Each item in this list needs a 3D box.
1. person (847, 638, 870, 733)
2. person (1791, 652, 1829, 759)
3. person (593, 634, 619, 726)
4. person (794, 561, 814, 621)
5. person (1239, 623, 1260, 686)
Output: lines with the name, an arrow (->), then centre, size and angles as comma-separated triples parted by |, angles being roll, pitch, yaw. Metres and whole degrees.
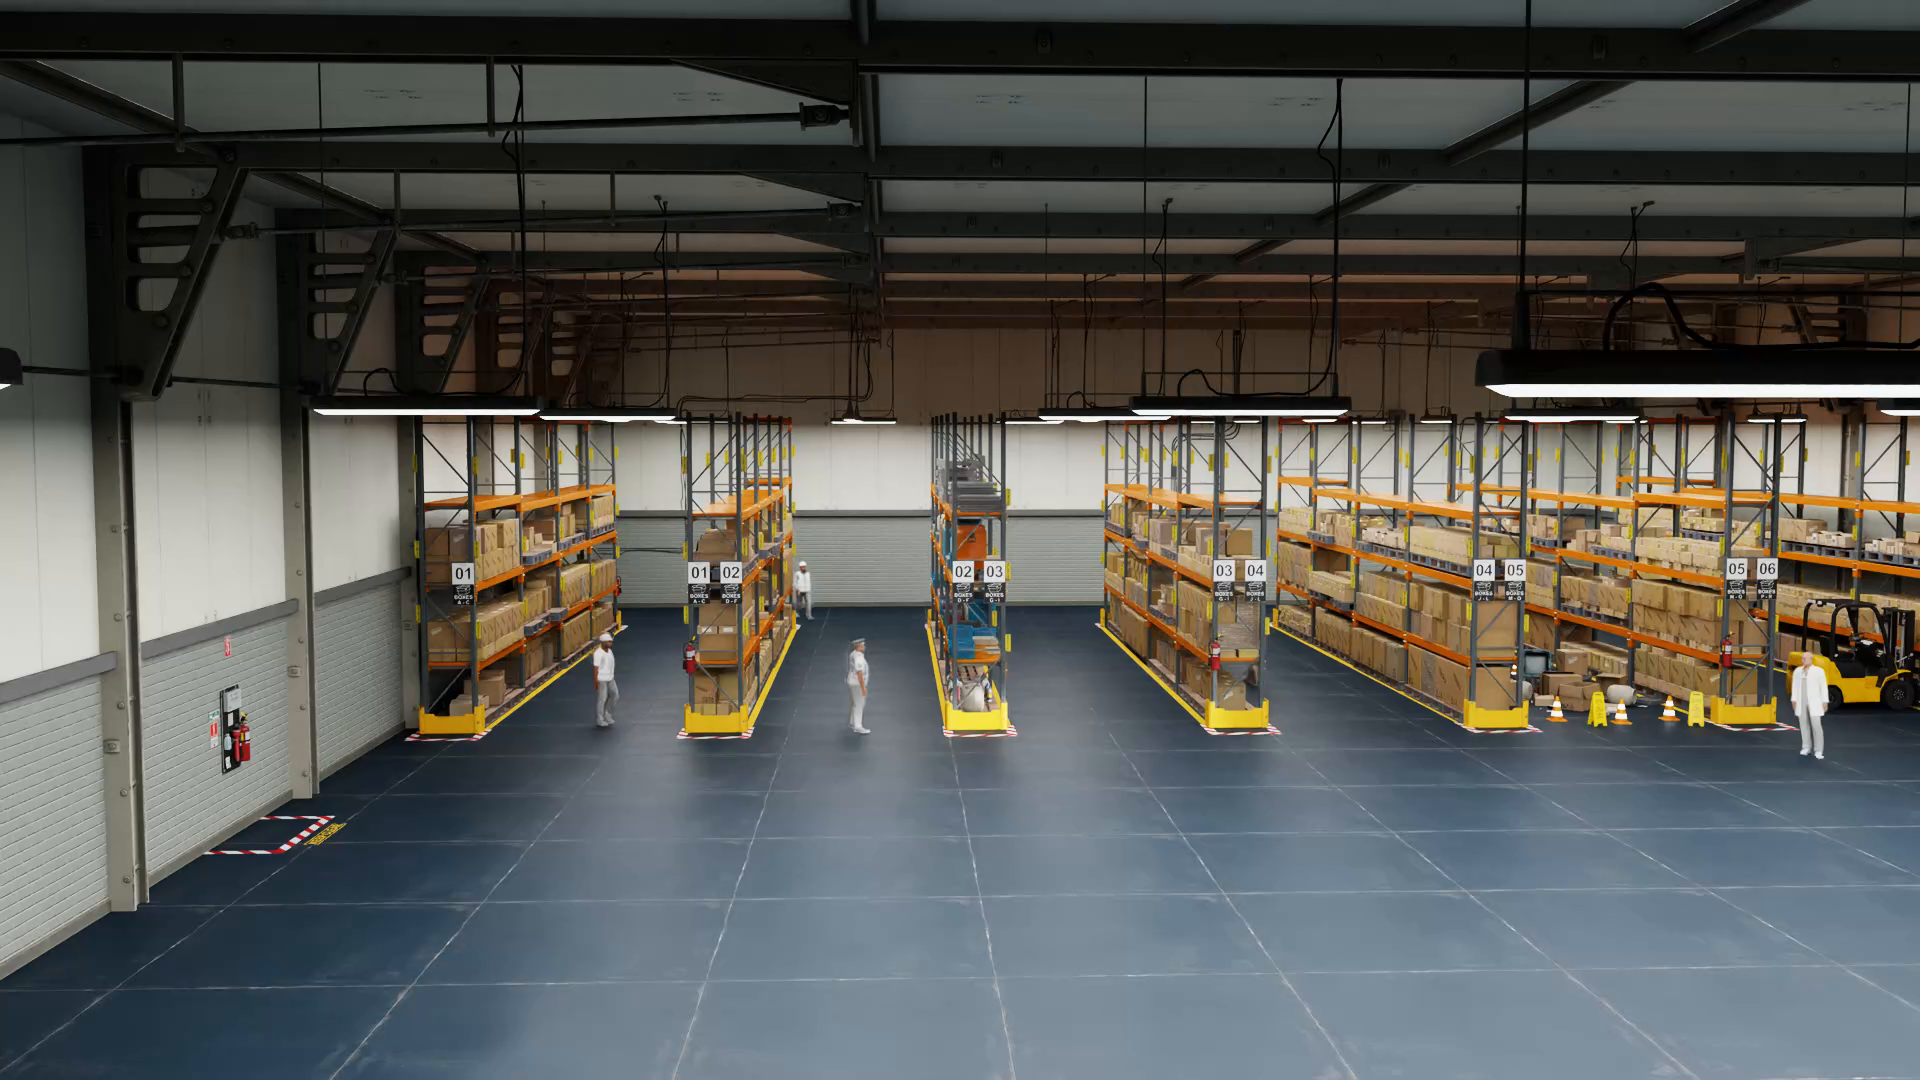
person -> -1.915, 2.763, 31.217 | 0.401, 1.853, 0.636 | -1, 4, -12
person -> 14.799, 2.870, 28.993 | 0.393, 1.824, 0.665 | -3, 5, -33
person -> -6.823, 2.681, 31.888 | 0.385, 1.766, 0.685 | 1, 4, 19
person -> -4.640, 1.506, 49.333 | 0.568, 1.738, 0.983 | -2, 4, -27
person -> 6.454, 2.360, 36.969 | 0.637, 1.721, 0.544 | 2, 5, 30
